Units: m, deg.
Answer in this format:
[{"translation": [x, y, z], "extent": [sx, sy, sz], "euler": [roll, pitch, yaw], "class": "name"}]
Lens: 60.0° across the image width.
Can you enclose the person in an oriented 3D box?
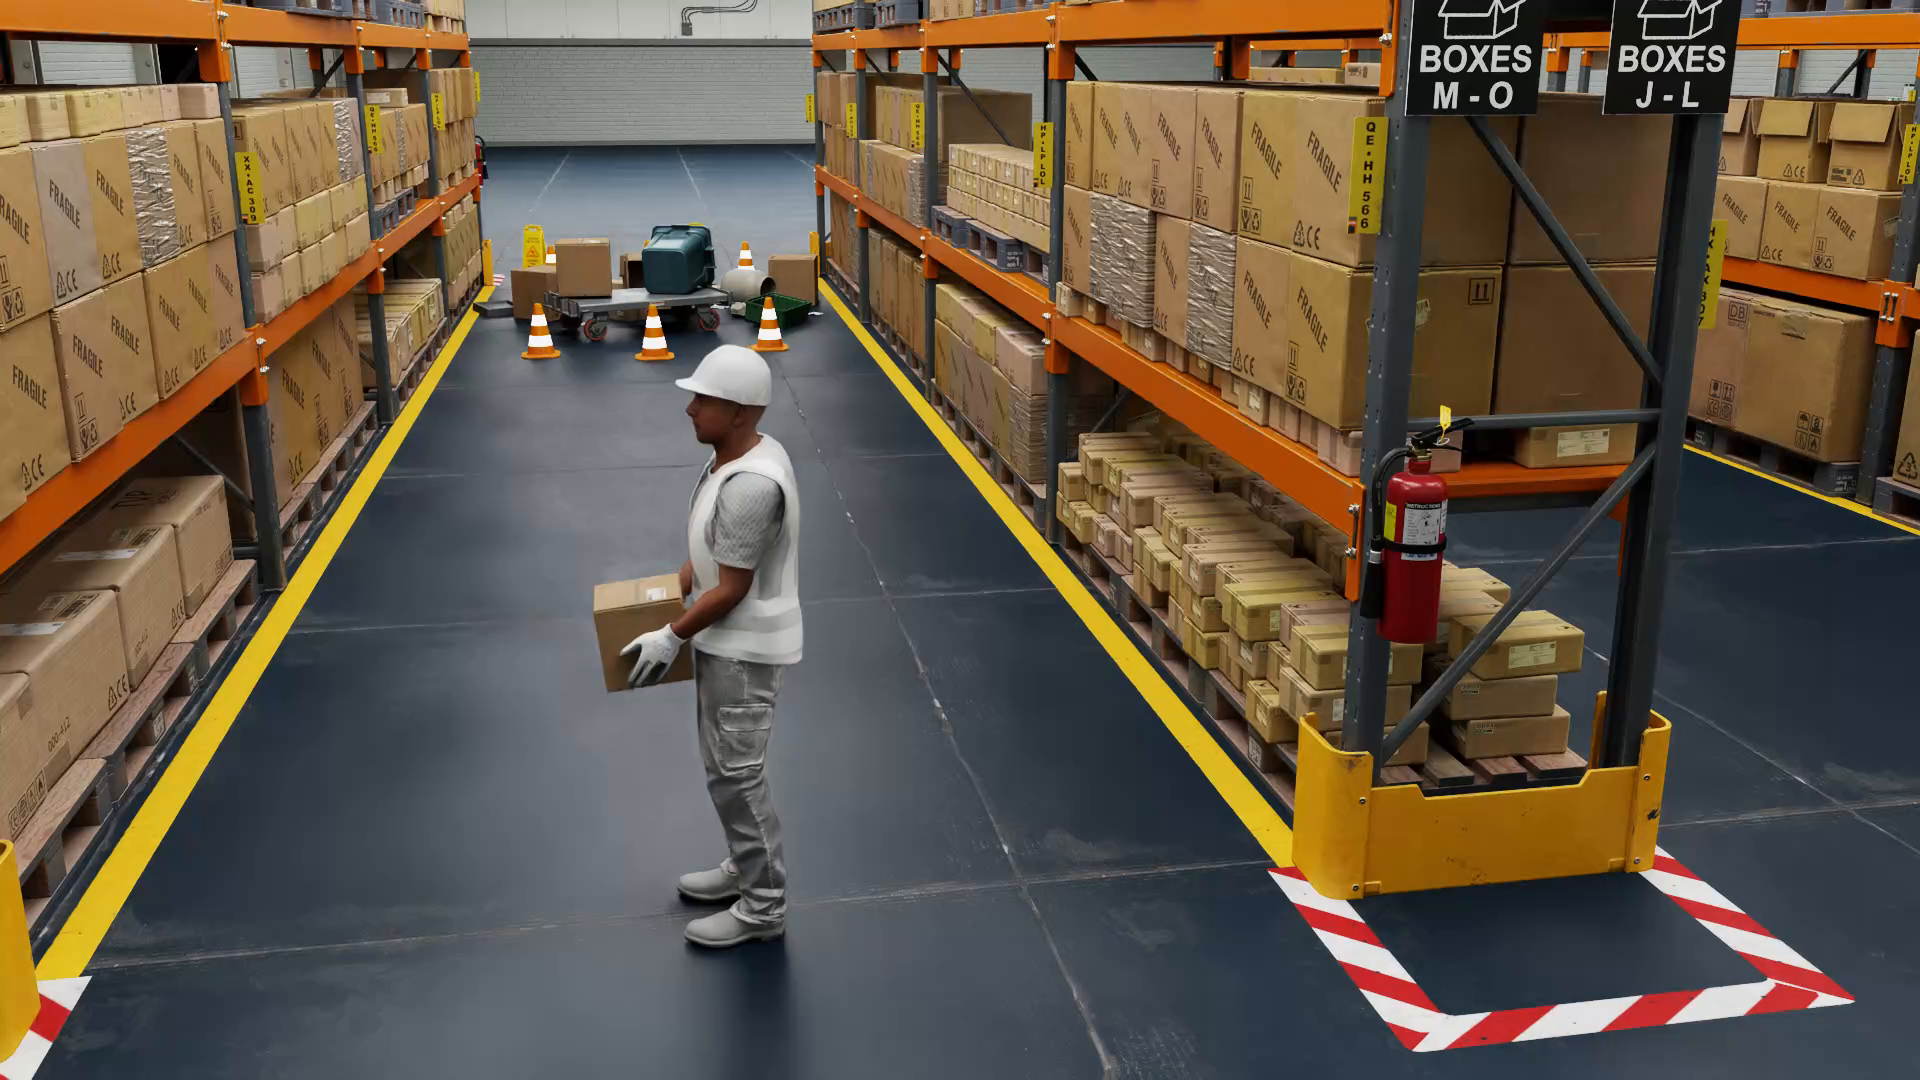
[{"translation": [-0.729, 0.317, 4.897], "extent": [0.531, 1.789, 0.537], "euler": [-3, 17, -11], "class": "person"}]
